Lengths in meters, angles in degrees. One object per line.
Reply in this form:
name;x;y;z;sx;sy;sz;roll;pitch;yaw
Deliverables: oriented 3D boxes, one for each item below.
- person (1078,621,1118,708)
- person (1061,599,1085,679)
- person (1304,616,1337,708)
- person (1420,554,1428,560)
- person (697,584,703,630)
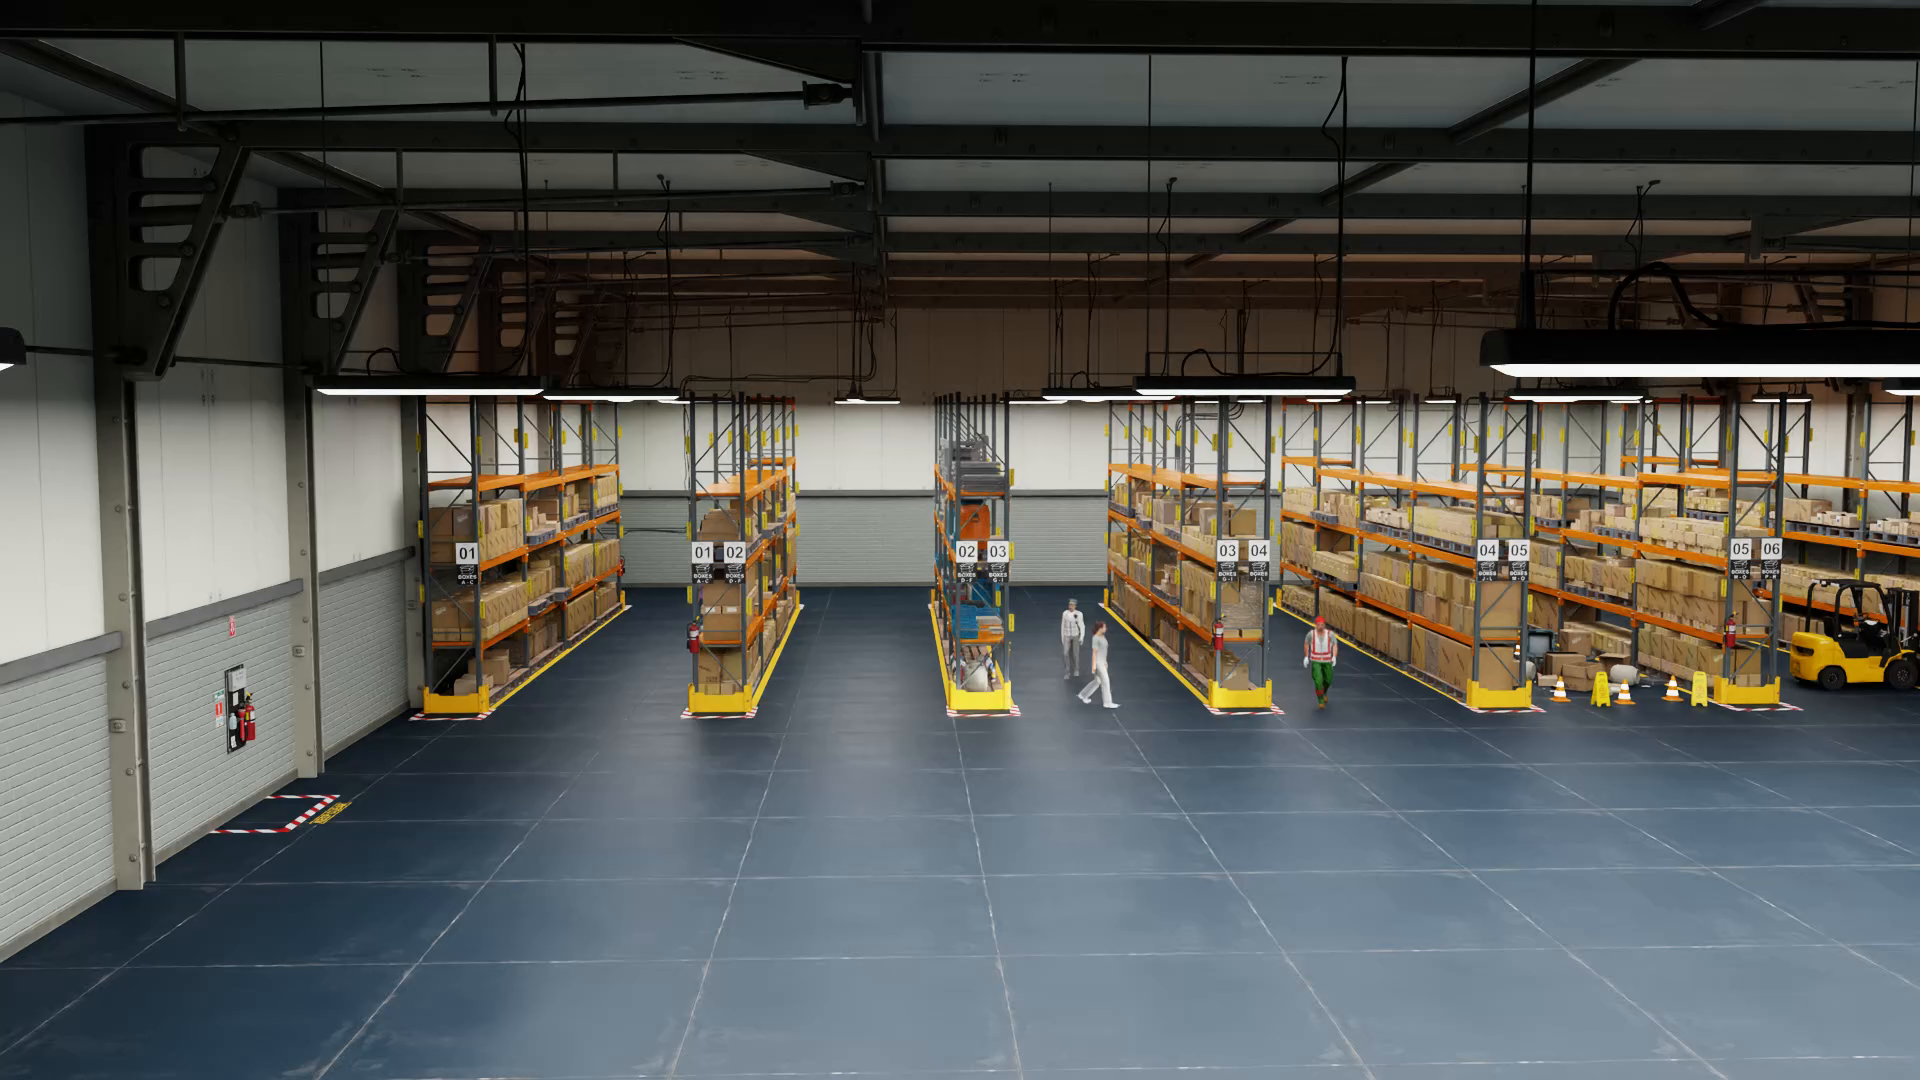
person;2.654;2.356;31.804;0.878;1.636;0.481;2;5;24
person;2.383;2.094;35.160;0.537;1.734;0.508;1;5;17
person;6.881;2.305;31.786;0.614;1.759;0.728;0;5;5
person;12.802;1.227;45.905;0.397;1.670;0.495;4;6;38
person;-6.550;1.504;42.771;0.444;1.539;0.972;0;5;-3
